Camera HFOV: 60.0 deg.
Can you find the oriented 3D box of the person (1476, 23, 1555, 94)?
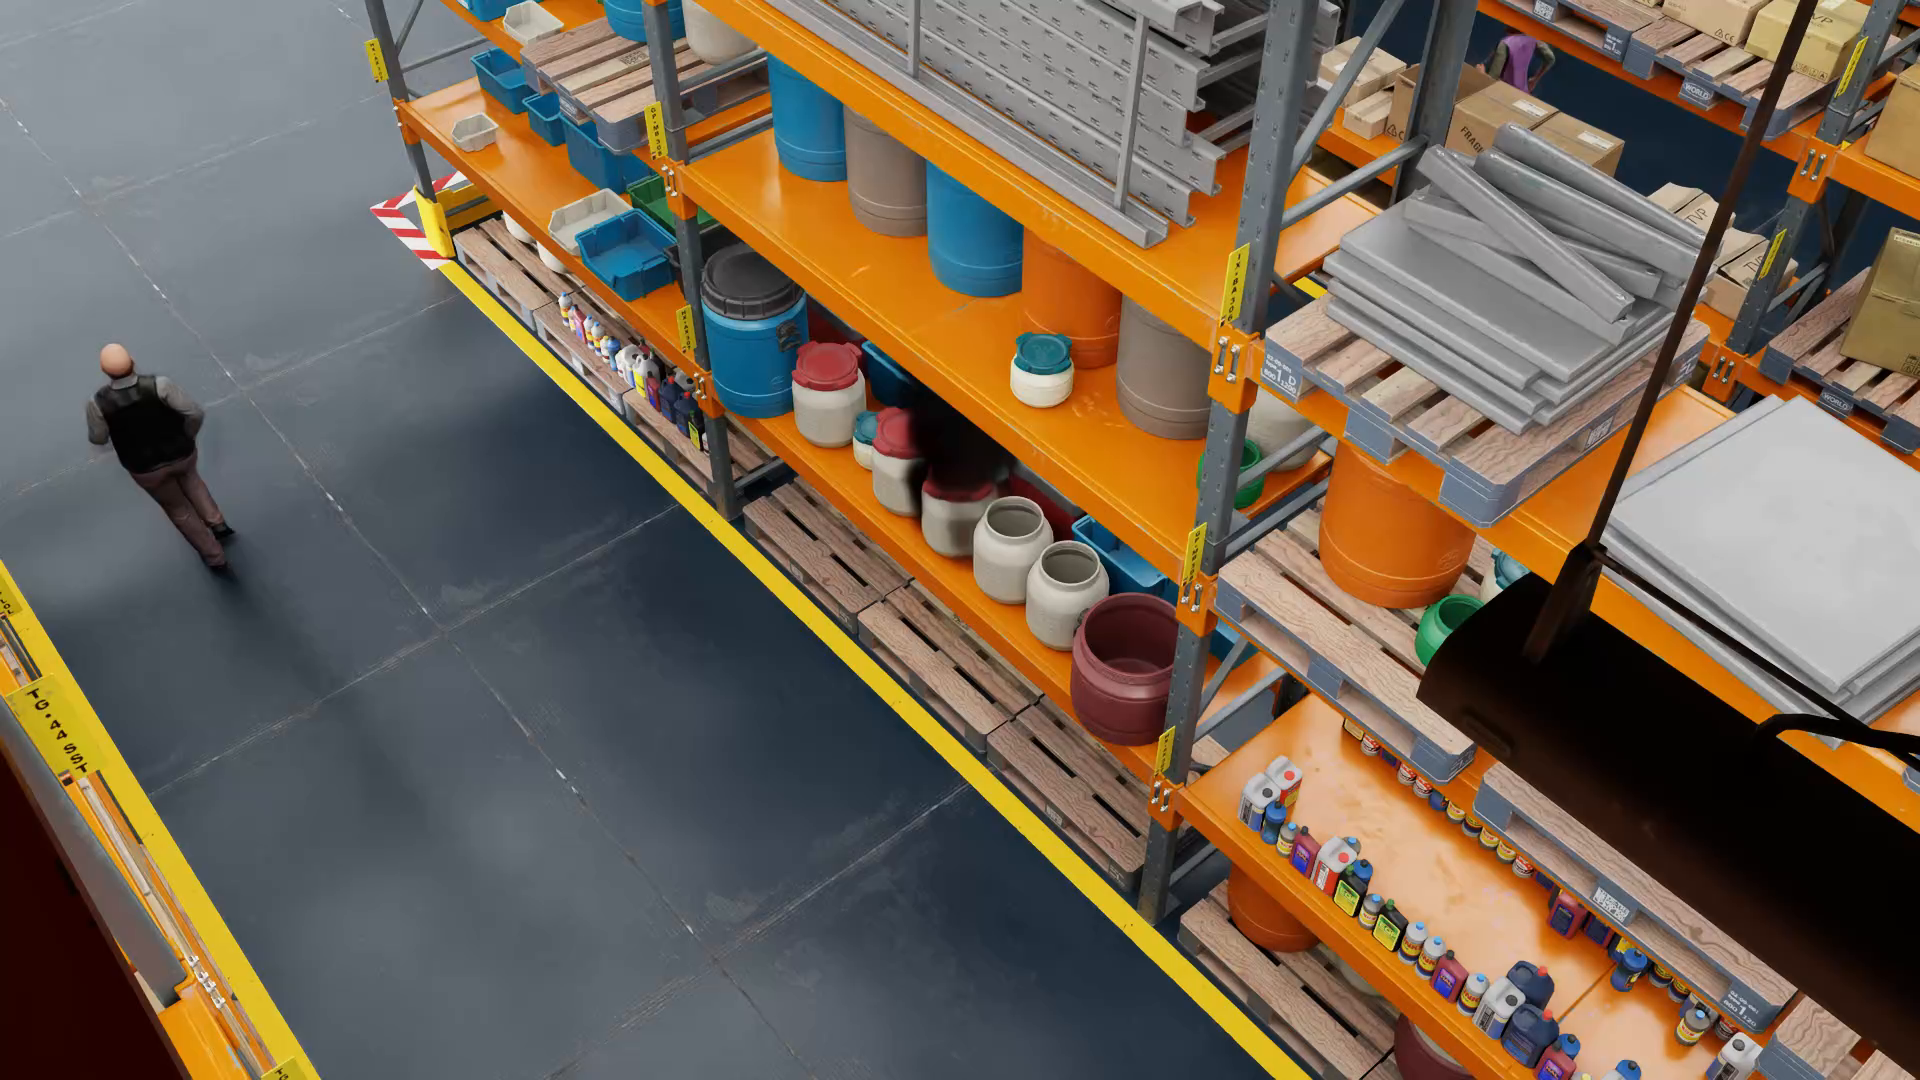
[{"bbox_3d":[4.327,-3.446,13.157,0.557,1.598,0.929,-30,53,-25],"label":"person"}]

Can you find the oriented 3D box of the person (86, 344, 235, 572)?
[{"bbox_3d":[-4.968,-0.531,10.308,0.632,1.734,0.697,-29,53,-25],"label":"person"}]
